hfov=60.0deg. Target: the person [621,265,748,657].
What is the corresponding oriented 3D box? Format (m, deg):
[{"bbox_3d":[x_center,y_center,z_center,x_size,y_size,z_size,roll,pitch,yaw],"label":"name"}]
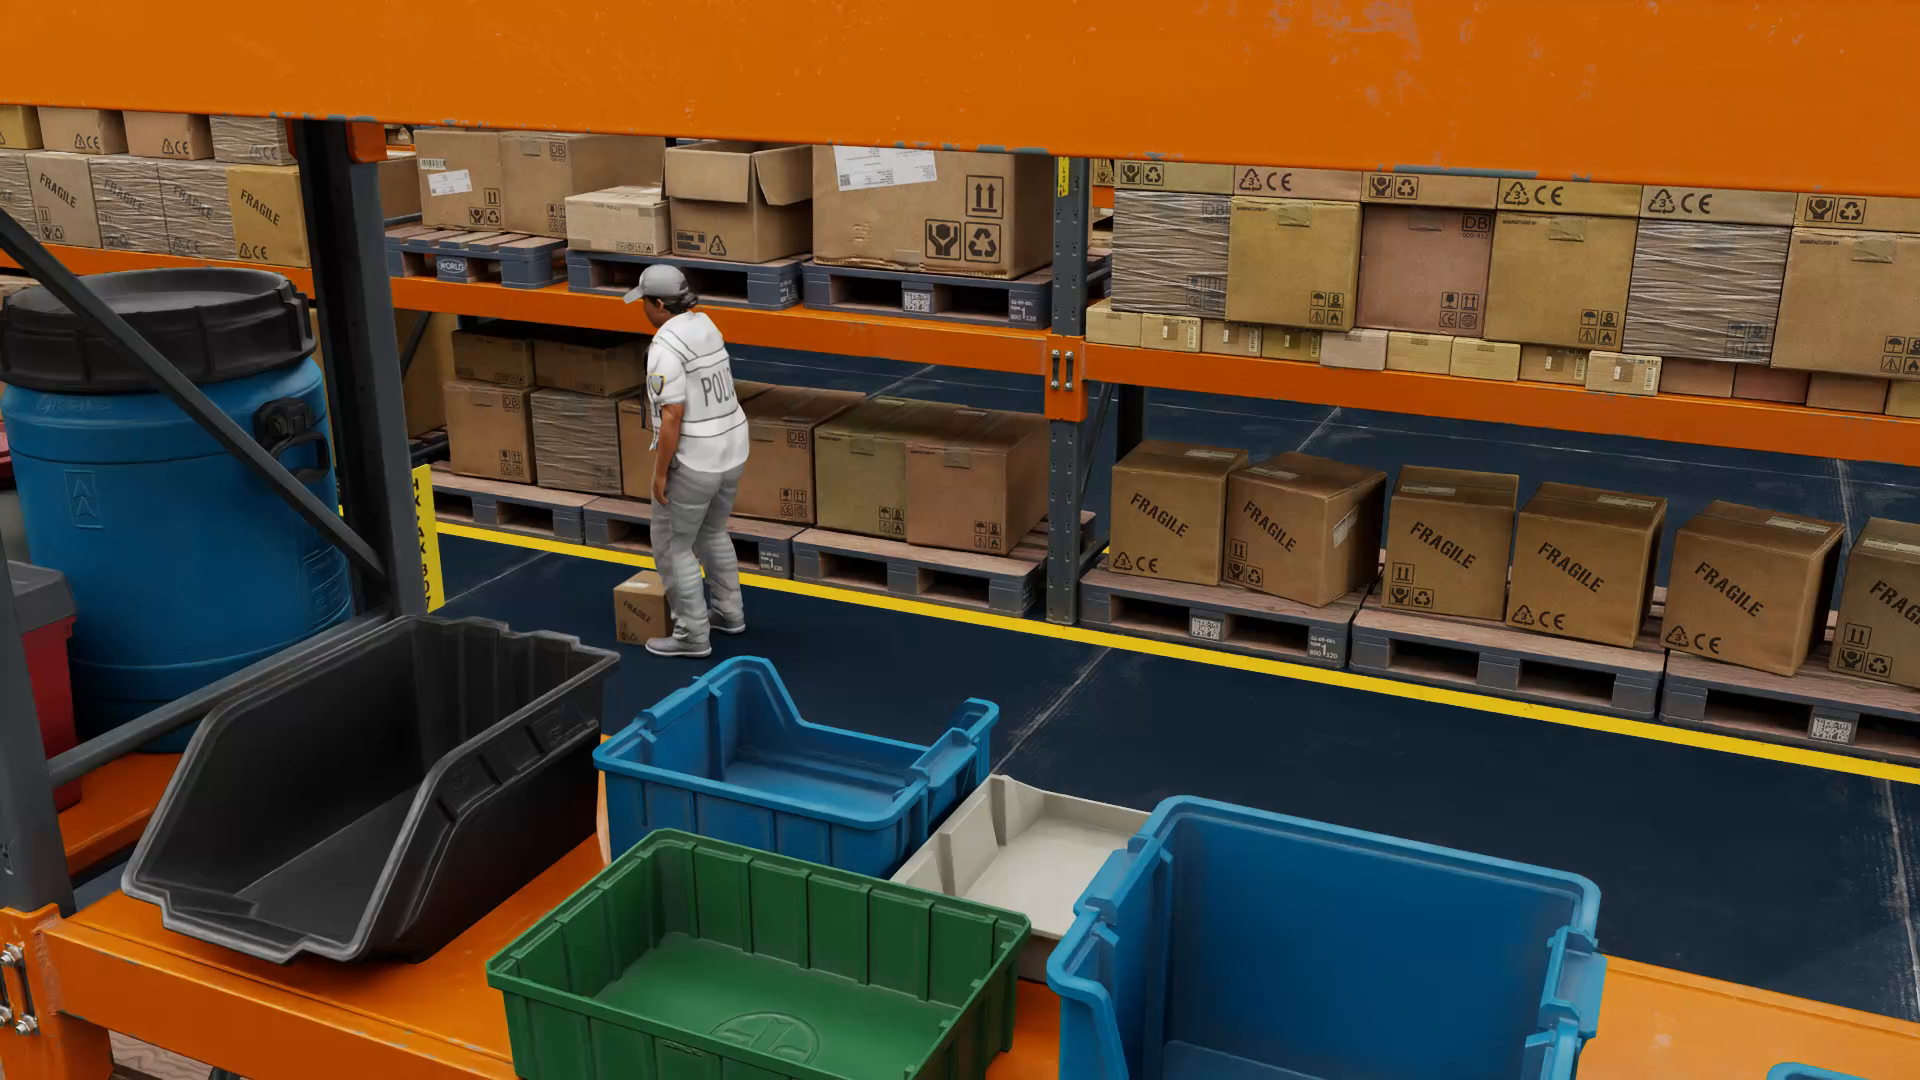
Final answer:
[{"bbox_3d":[-1.146,-0.336,7.023,0.467,1.665,0.555,7,20,20],"label":"person"}]
